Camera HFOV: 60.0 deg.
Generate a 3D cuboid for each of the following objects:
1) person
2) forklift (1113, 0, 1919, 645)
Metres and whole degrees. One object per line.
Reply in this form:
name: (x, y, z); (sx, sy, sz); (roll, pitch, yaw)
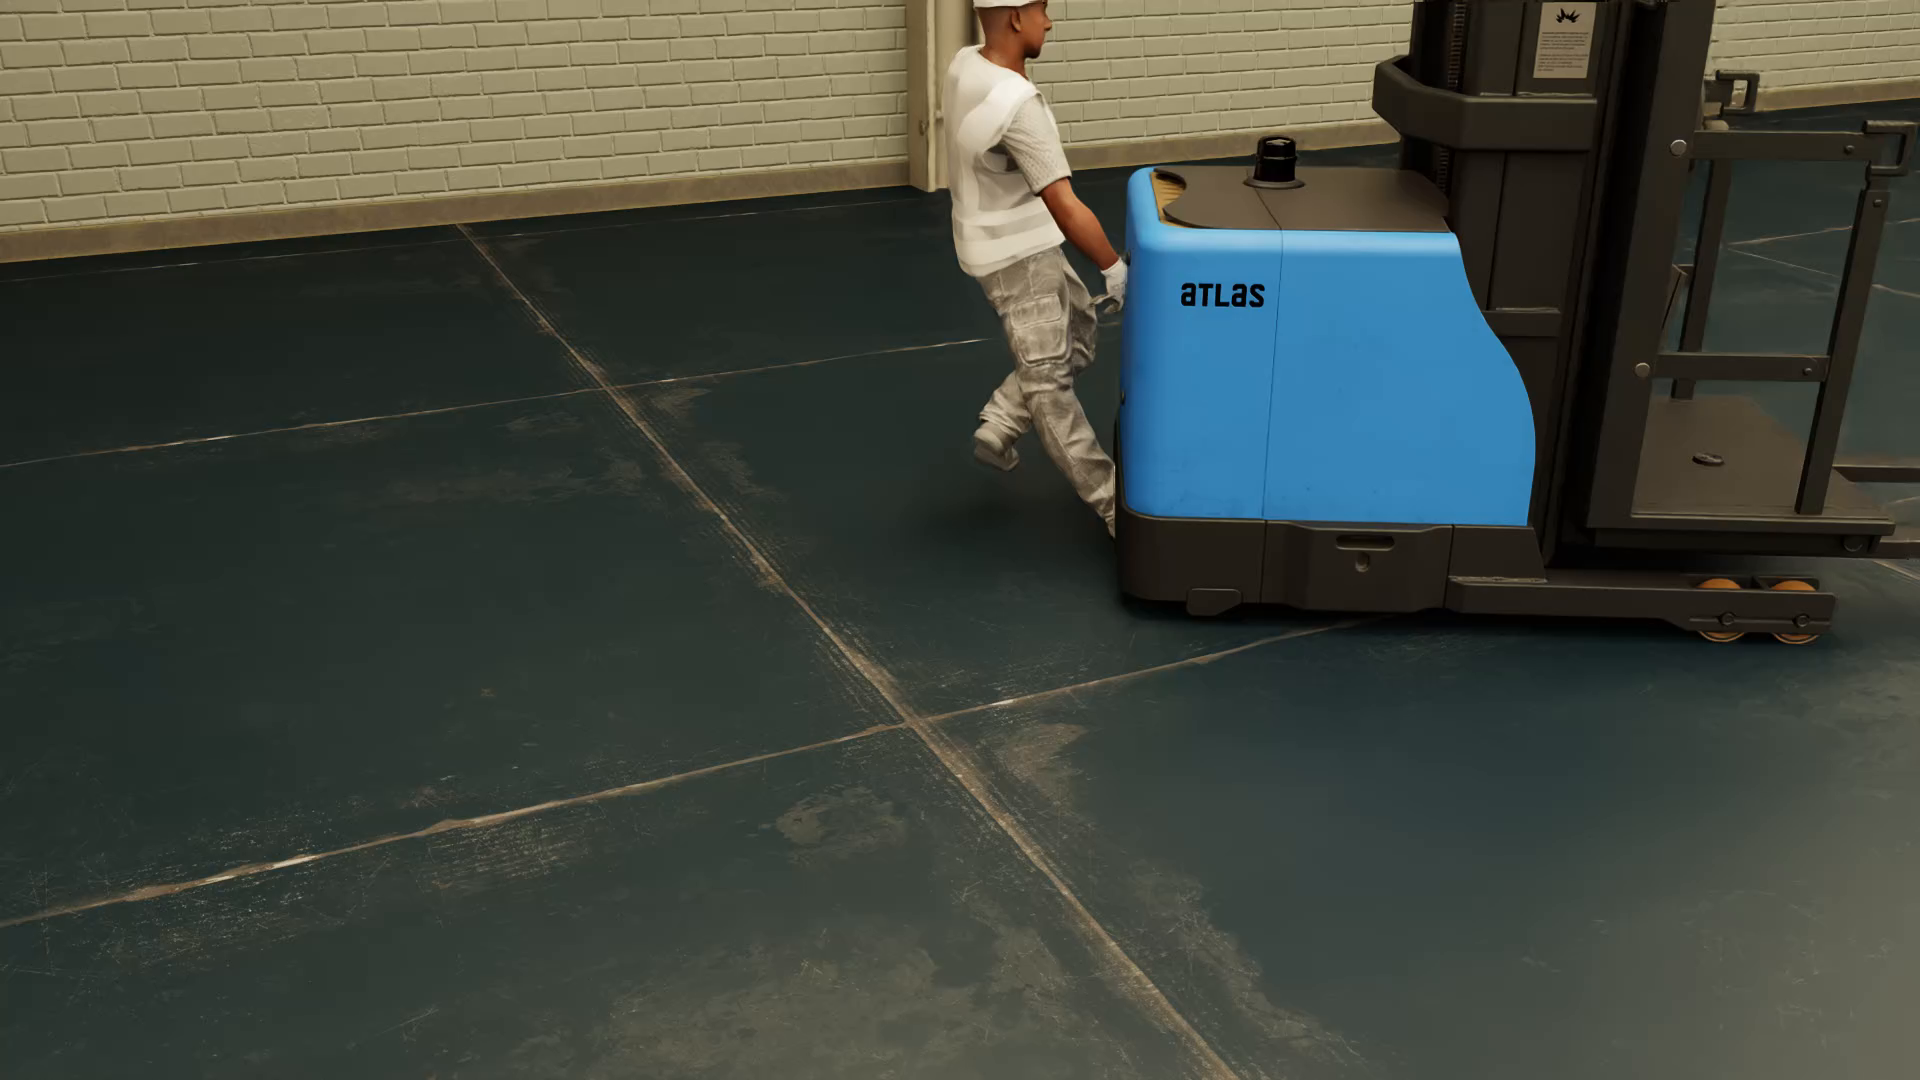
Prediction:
person: (0.340, -0.898, 5.069); (0.754, 1.680, 0.753); (-3, 23, -7)
forklift: (1.980, -1.287, 4.383); (3.031, 2.935, 1.130); (1, 23, 3)
